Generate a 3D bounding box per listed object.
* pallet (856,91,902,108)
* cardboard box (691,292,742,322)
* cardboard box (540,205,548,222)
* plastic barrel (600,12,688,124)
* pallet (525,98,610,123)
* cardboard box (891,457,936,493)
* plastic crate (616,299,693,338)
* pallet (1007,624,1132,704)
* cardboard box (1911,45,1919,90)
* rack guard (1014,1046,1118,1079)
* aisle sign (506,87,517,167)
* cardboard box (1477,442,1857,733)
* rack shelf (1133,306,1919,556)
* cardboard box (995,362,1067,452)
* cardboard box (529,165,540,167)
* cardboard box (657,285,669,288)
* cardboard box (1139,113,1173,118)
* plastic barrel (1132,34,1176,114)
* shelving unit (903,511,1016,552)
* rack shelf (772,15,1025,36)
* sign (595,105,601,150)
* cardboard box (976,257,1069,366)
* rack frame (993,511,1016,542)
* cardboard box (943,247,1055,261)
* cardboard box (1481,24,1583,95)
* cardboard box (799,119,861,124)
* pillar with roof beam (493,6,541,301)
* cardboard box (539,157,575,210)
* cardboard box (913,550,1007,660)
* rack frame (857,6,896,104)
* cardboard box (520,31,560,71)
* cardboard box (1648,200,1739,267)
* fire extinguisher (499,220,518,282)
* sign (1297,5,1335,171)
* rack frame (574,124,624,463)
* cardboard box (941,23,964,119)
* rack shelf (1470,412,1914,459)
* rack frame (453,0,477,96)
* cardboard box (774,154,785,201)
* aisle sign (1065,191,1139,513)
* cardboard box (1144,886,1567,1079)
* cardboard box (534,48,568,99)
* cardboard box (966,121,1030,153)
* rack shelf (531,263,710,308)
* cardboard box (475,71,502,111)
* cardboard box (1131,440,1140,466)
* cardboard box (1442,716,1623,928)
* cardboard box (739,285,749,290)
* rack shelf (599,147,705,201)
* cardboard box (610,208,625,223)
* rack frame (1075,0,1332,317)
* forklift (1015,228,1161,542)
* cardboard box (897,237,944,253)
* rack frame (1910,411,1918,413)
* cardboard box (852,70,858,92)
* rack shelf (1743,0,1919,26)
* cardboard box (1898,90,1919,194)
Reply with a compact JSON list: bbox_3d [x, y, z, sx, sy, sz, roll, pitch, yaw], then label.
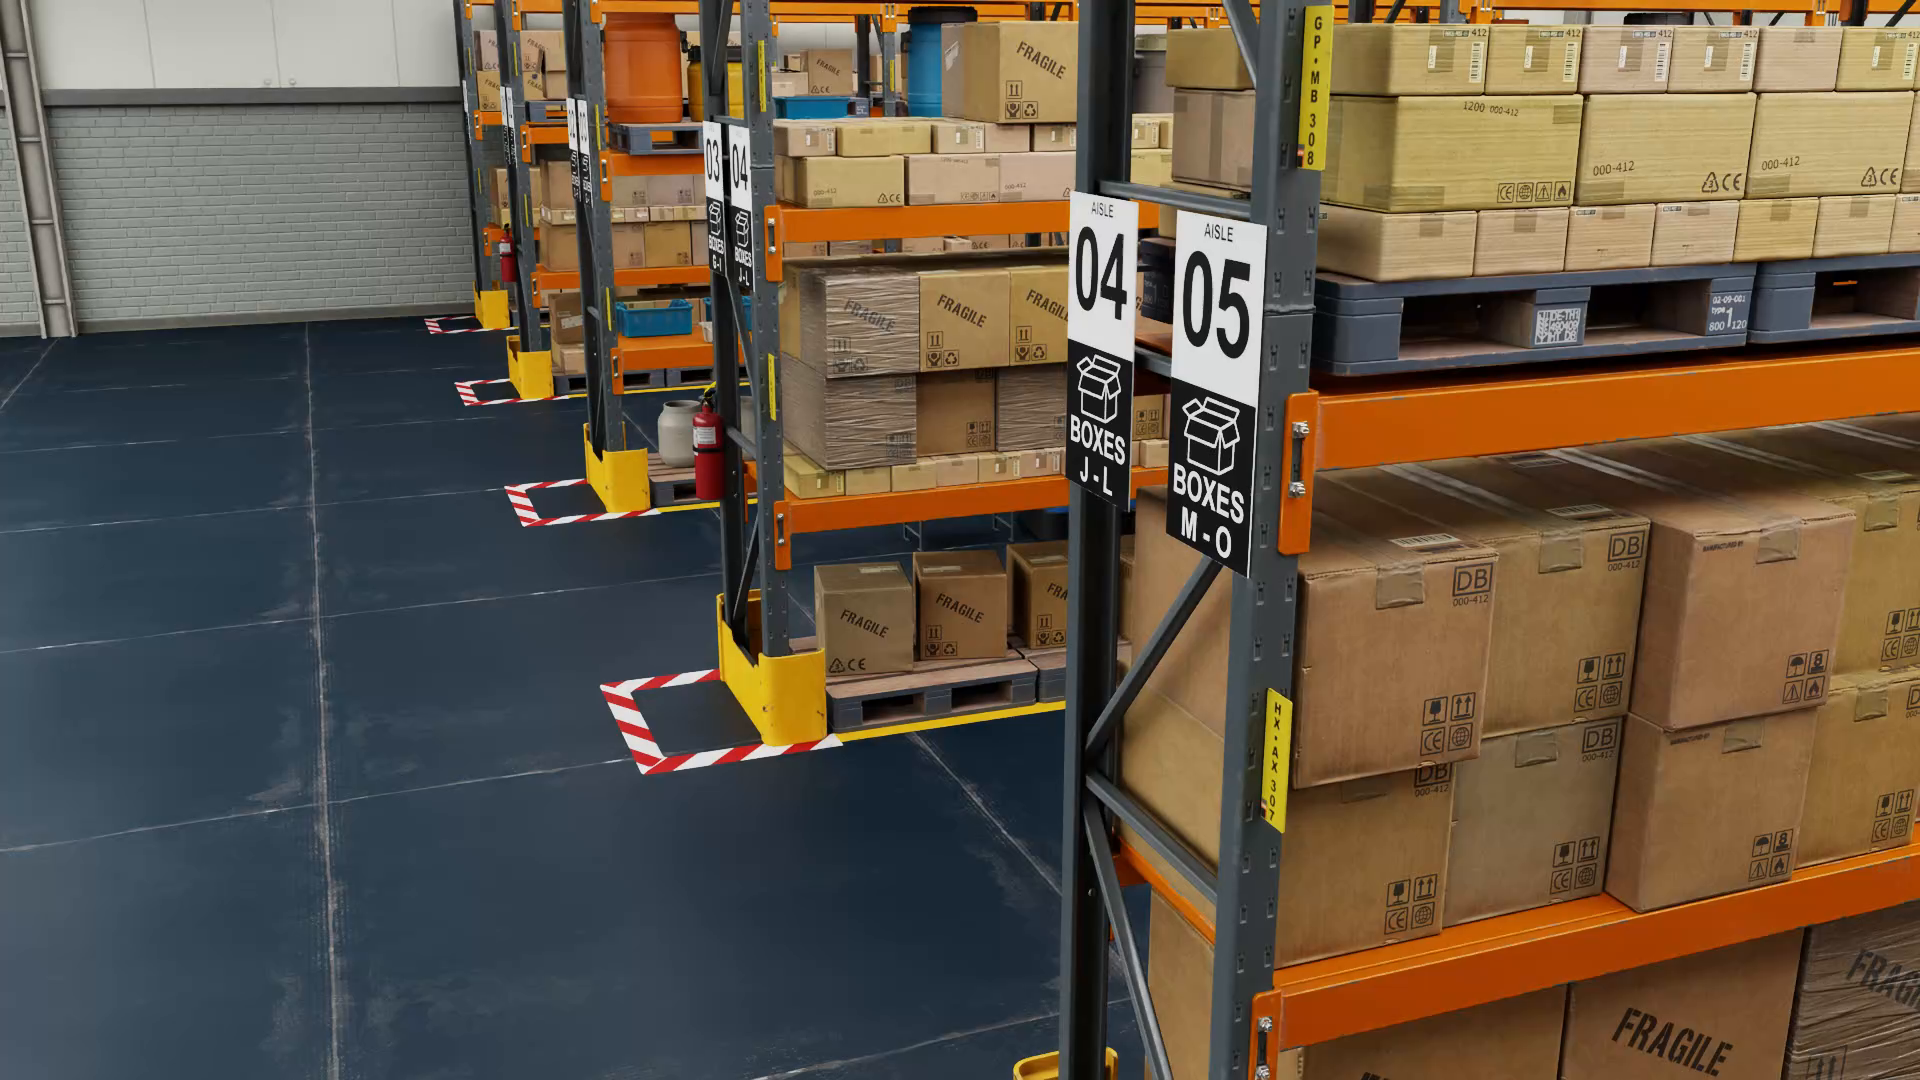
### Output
[{"bbox_3d":[-1.140,-6.299,23.733,1.003,0.211,1.213,-6,17,-20],"label":"pallet"},{"bbox_3d":[-2.699,-2.492,18.563,0.500,0.500,0.500,-6,17,-20],"label":"cardboard box"},{"bbox_3d":[-4.393,-3.551,18.040,0.250,0.149,0.380,-6,18,-21],"label":"cardboard box"},{"bbox_3d":[-2.504,-3.729,13.142,0.708,0.830,0.600,-6,17,-20],"label":"plastic barrel"},{"bbox_3d":[-4.012,-4.565,17.653,1.213,0.211,1.003,-6,17,-20],"label":"pallet"},{"bbox_3d":[-0.310,-0.384,9.027,0.250,0.149,0.380,-6,17,-20],"label":"cardboard box"},{"bbox_3d":[-2.552,-1.858,13.865,0.616,0.251,0.499,-6,17,-20],"label":"plastic crate"},{"bbox_3d":[0.839,0.639,10.048,1.213,0.211,1.003,-6,17,-20],"label":"pallet"},{"bbox_3d":[2.392,-1.236,4.268,0.250,0.149,0.380,-6,17,-19],"label":"cardboard box"},{"bbox_3d":[0.518,2.020,4.832,0.348,0.500,1.175,-6,17,-20],"label":"rack guard"},{"bbox_3d":[-4.633,-4.264,17.180,0.004,0.787,0.394,-6,17,-20],"label":"aisle sign"},{"bbox_3d":[1.953,0.101,4.749,0.550,0.550,0.875,-6,17,-20],"label":"cardboard box"},{"bbox_3d":[2.408,-0.477,4.853,4.000,0.370,1.077,-6,17,-20],"label":"rack shelf"},{"bbox_3d":[0.289,-0.857,9.487,0.500,0.500,0.875,-6,17,-20],"label":"cardboard box"},{"bbox_3d":[-5.620,-4.856,22.709,0.500,0.500,0.500,-6,17,-19],"label":"cardboard box"},{"bbox_3d":[-4.223,-3.497,23.462,0.250,0.149,0.380,-8,18,-25],"label":"cardboard box"},{"bbox_3d":[1.202,-2.401,9.684,0.250,0.149,0.380,-7,18,-21],"label":"cardboard box"},{"bbox_3d":[1.831,-4.057,14.878,0.600,0.901,0.600,0,16,0],"label":"plastic barrel"},{"bbox_3d":[-0.006,-0.719,12.385,0.755,1.500,0.431,-6,17,-20],"label":"shelving unit"},{"bbox_3d":[-0.855,-7.353,23.653,4.000,0.370,1.077,-6,17,-20],"label":"rack shelf"},{"bbox_3d":[-2.720,-3.098,12.486,0.005,0.325,0.100,-6,17,-20],"label":"sign"},{"bbox_3d":[0.407,-1.250,9.053,0.500,0.500,0.500,-6,17,-20],"label":"cardboard box"},{"bbox_3d":[0.336,-0.756,12.510,0.023,1.500,0.400,-6,17,-20],"label":"rack frame"},{"bbox_3d":[0.218,-1.389,9.526,0.500,0.500,0.500,-6,17,-20],"label":"cardboard box"},{"bbox_3d":[1.200,-1.107,3.830,0.250,0.149,0.380,-6,17,-20],"label":"cardboard box"},{"bbox_3d":[-0.708,-2.161,8.868,0.250,0.149,0.380,-7,18,-22],"label":"cardboard box"},{"bbox_3d":[-4.573,-6.451,18.593,0.400,9.000,9.100,-6,17,-20],"label":"pillar with roof beam"},{"bbox_3d":[-4.192,-3.823,17.814,0.500,0.500,0.700,-6,17,-20],"label":"cardboard box"},{"bbox_3d":[-0.005,0.373,9.695,0.500,0.500,0.500,-2,16,-6],"label":"cardboard box"},{"bbox_3d":[-0.946,-6.385,18.371,0.127,3.000,1.000,-6,17,-20],"label":"rack frame"},{"bbox_3d":[-5.524,-6.395,21.742,0.500,0.500,0.500,-6,18,-21],"label":"cardboard box"},{"bbox_3d":[1.683,-0.777,4.119,0.250,0.149,0.380,-6,17,-20],"label":"cardboard box"},{"bbox_3d":[-4.958,-3.177,18.230,0.183,0.674,0.296,-6,17,-20],"label":"fire extinguisher"},{"bbox_3d":[0.733,-0.932,3.432,0.005,0.325,0.100,-6,17,-20],"label":"sign"},{"bbox_3d":[-2.913,-1.800,13.404,0.127,3.000,1.000,-6,17,-20],"label":"rack frame"},{"bbox_3d":[0.217,-2.589,9.176,0.500,0.500,0.500,-6,17,-20],"label":"cardboard box"},{"bbox_3d":[4.462,-0.757,11.128,4.000,0.370,1.077,-6,17,-20],"label":"rack shelf"},{"bbox_3d":[-6.458,-7.285,21.435,0.127,3.000,1.000,-6,17,-20],"label":"rack frame"},{"bbox_3d":[-0.781,-1.980,8.958,0.500,0.250,0.500,-6,17,-19],"label":"cardboard box"},{"bbox_3d":[0.367,-0.501,4.366,0.004,0.787,0.394,-6,17,-20],"label":"aisle sign"},{"bbox_3d":[1.150,1.551,5.020,0.875,0.875,0.875,-6,17,-20],"label":"cardboard box"},{"bbox_3d":[-4.143,-4.918,17.521,0.637,0.503,0.797,-5,17,-16],"label":"cardboard box"},{"bbox_3d":[0.176,-2.113,8.705,0.250,0.149,0.380,-6,17,-20],"label":"cardboard box"},{"bbox_3d":[-2.814,-2.960,18.631,4.000,0.370,1.077,-6,17,-20],"label":"rack shelf"},{"bbox_3d":[-6.056,-5.871,21.732,0.500,0.500,0.500,-6,17,-19],"label":"cardboard box"},{"bbox_3d":[0.833,-0.528,9.519,0.250,0.149,0.380,-6,17,-20],"label":"cardboard box"},{"bbox_3d":[1.376,0.636,4.843,0.550,0.550,0.875,-6,17,-20],"label":"cardboard box"},{"bbox_3d":[-2.425,-2.684,19.217,0.500,0.500,0.500,-6,17,-20],"label":"cardboard box"},{"bbox_3d":[-1.045,-3.096,13.770,4.000,0.370,1.077,-6,17,-20],"label":"rack shelf"},{"bbox_3d":[-3.759,-3.498,17.857,0.250,0.149,0.380,-6,17,-20],"label":"cardboard box"},{"bbox_3d":[0.540,-2.060,3.643,0.127,3.000,1.000,-6,17,-20],"label":"rack frame"},{"bbox_3d":[1.985,-1.535,12.624,3.031,2.935,1.130,-4,17,-12],"label":"forklift"},{"bbox_3d":[-0.502,-3.496,19.446,0.500,0.250,0.500,-5,17,-17],"label":"cardboard box"},{"bbox_3d":[6.330,-1.303,11.713,0.127,3.000,1.000,-6,17,-20],"label":"rack frame"},{"bbox_3d":[-1.608,-6.504,23.512,0.500,0.311,0.500,-6,17,-18],"label":"cardboard box"},{"bbox_3d":[10.161,-5.553,17.523,4.000,0.370,1.077,-6,17,-20],"label":"rack shelf"},{"bbox_3d":[2.496,-1.075,4.428,0.500,0.250,0.500,-6,17,-20],"label":"cardboard box"}]
